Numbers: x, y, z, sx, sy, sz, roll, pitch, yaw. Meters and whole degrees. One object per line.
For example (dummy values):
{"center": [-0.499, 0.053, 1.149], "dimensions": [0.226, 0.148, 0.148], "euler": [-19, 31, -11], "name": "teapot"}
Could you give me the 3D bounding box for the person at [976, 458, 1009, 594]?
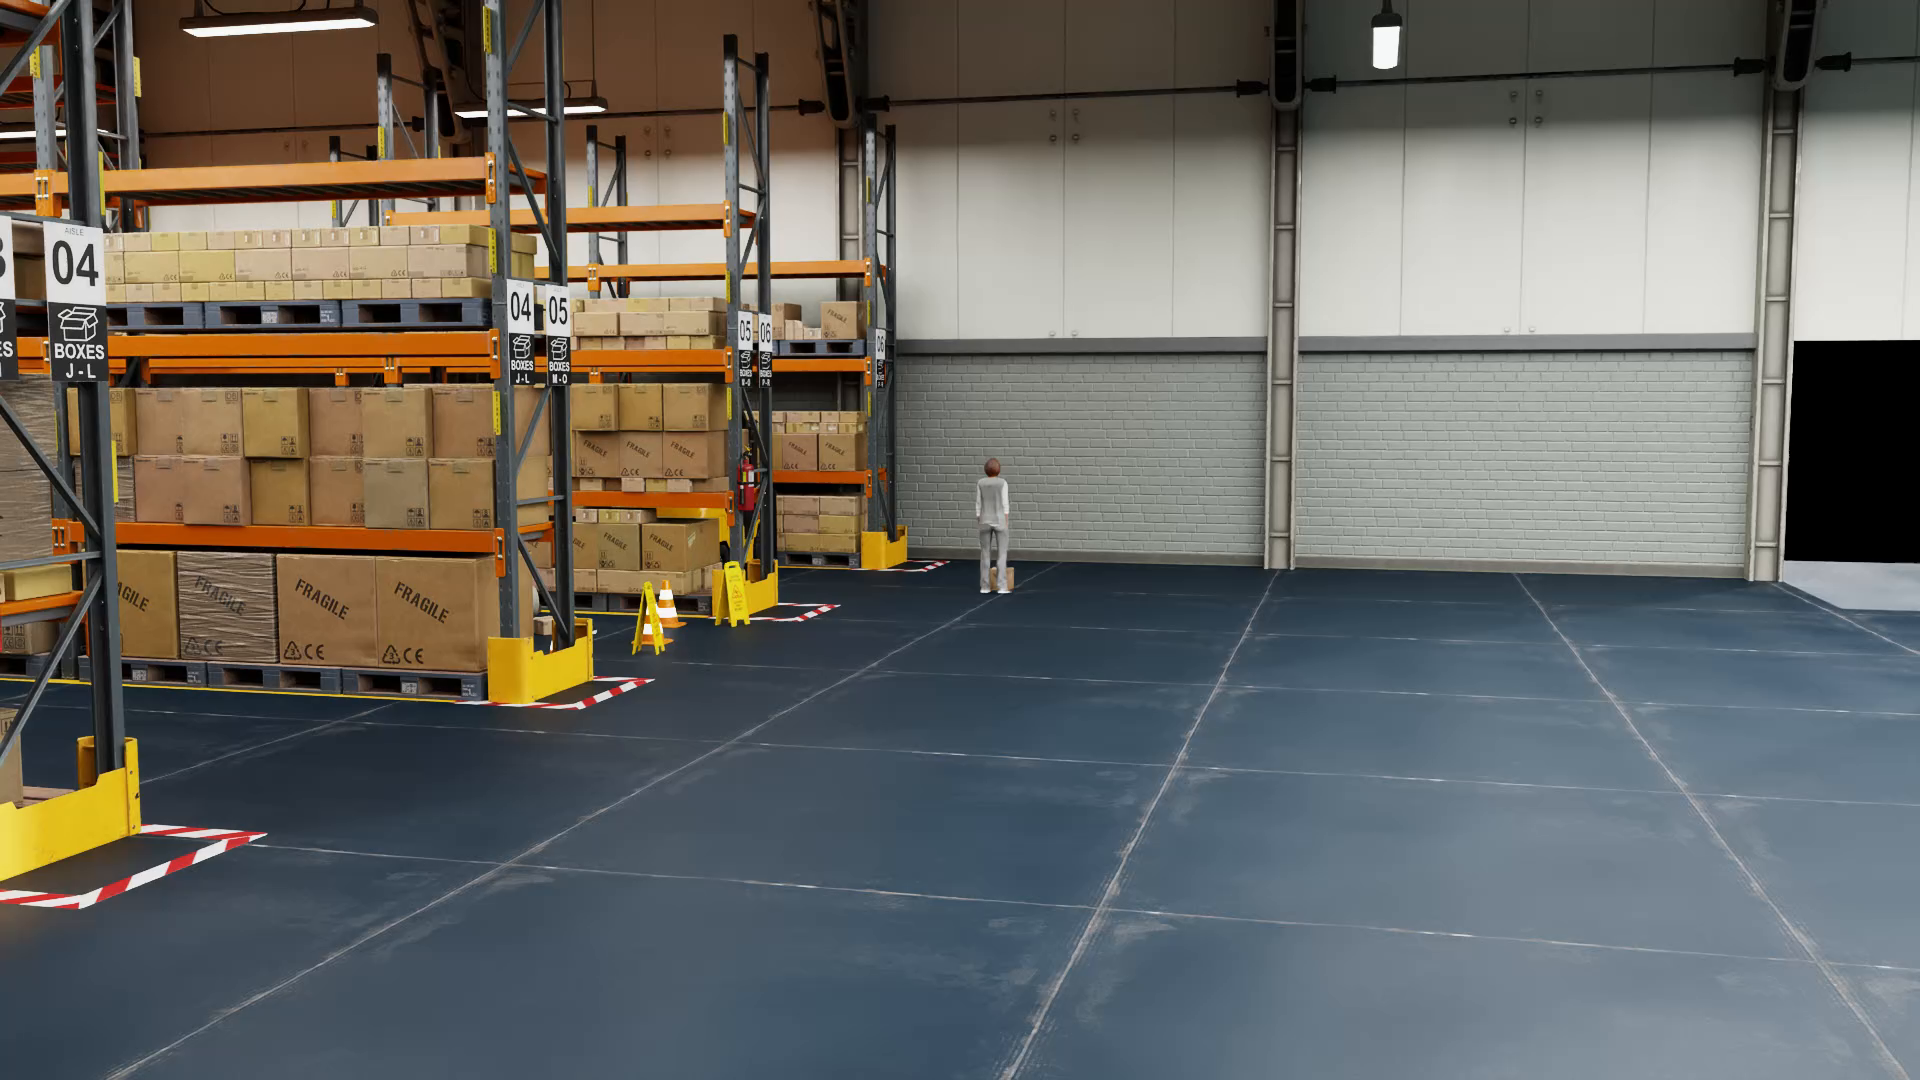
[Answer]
{"center": [0.379, -0.163, 19.484], "dimensions": [0.406, 1.598, 0.303], "euler": [1, 5, 15], "name": "person"}
